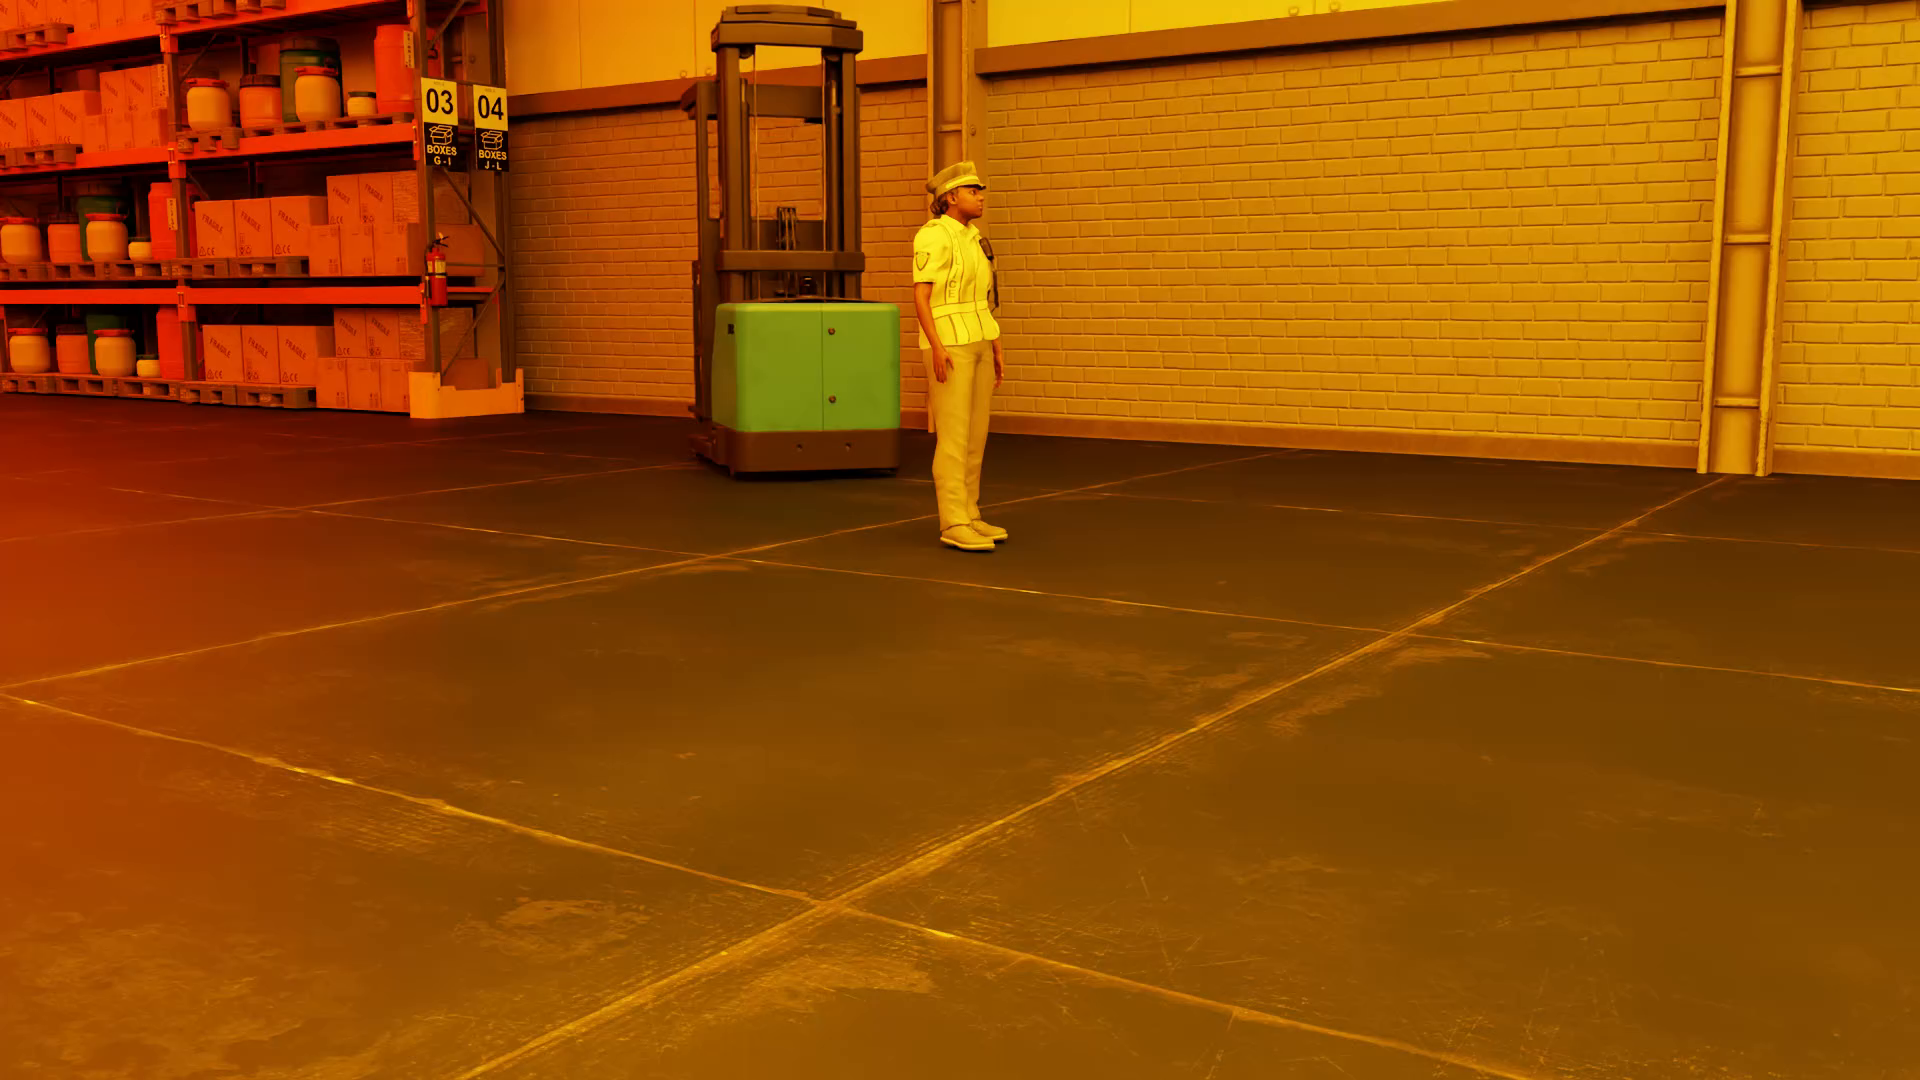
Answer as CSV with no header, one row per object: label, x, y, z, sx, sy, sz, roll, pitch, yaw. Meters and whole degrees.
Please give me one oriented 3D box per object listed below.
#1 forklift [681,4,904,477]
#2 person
forklift,-1.271,-2.008,11.313,1.130,2.935,3.031,-2,8,-17
person,0.051,-0.838,7.426,0.530,1.695,0.570,5,10,34
